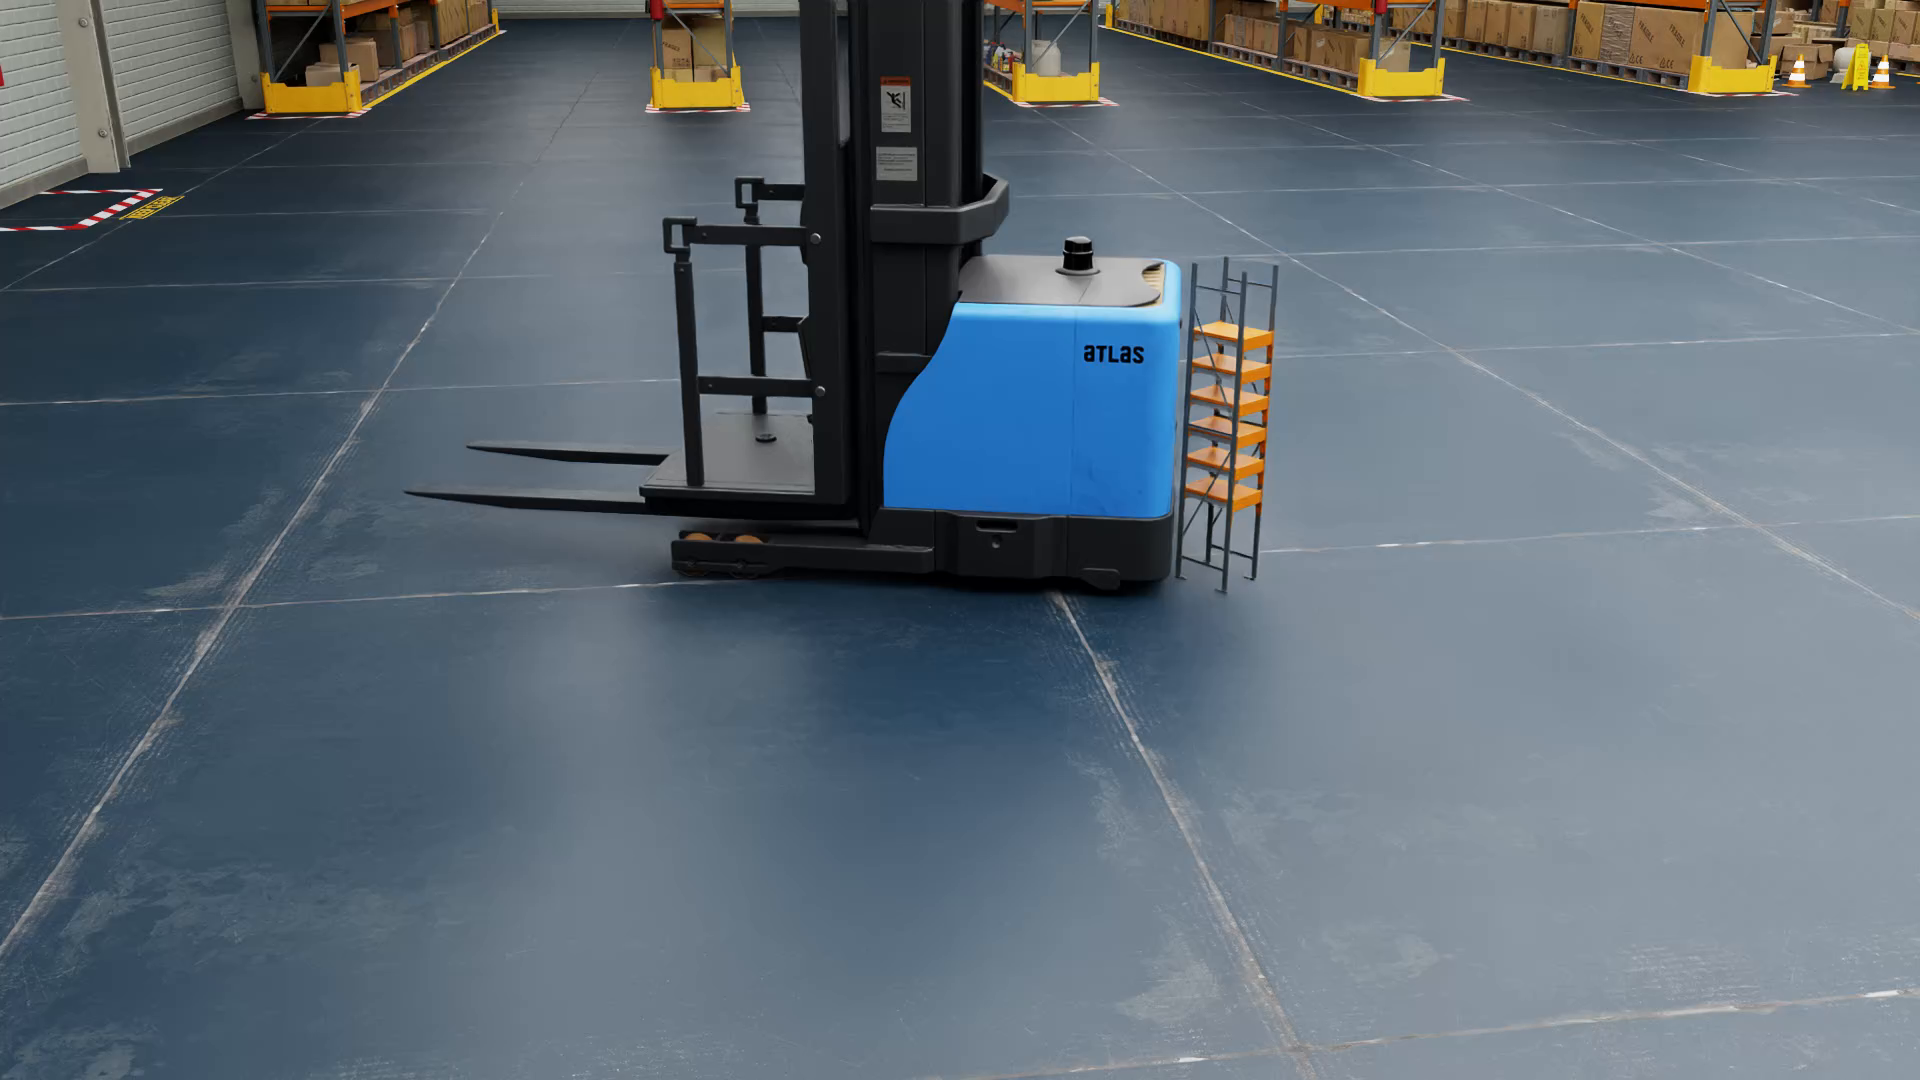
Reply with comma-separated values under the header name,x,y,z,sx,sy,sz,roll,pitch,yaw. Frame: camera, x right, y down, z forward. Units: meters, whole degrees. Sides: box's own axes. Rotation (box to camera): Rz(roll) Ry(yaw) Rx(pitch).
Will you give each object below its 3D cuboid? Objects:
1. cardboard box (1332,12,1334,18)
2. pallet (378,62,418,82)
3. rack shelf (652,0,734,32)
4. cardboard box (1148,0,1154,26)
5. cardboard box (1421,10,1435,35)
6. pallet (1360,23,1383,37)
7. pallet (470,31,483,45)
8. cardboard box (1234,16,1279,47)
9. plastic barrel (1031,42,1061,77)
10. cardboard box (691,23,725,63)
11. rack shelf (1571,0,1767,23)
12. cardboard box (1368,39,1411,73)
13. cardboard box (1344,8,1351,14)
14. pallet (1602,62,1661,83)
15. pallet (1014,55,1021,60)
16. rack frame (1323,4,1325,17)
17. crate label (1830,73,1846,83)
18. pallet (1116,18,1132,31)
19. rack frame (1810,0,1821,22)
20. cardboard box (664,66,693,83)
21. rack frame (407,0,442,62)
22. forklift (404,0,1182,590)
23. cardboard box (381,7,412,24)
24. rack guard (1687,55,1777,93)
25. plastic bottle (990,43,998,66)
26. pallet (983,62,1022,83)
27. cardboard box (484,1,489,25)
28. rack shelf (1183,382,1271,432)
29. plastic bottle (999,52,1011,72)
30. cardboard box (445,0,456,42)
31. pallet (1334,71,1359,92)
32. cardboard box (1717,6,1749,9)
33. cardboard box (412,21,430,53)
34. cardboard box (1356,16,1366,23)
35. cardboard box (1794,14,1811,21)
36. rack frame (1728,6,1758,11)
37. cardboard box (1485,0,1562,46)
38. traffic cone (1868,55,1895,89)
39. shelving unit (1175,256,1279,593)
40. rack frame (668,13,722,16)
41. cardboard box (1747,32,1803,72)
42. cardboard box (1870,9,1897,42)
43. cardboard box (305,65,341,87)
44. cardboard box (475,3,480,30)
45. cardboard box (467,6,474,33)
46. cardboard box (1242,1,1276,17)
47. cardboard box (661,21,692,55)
name,x,y,z,sx,sy,sz,roll,pitch,yaw
cardboard box,8.773,-12.067,38.211,0.380,0.149,0.250,-3,21,-8
pallet,-9.115,-7.333,26.049,1.003,0.211,1.213,-3,21,-8
rack shelf,-3.812,-7.592,23.783,1.077,0.370,4.000,-3,21,-8
cardboard box,4.534,-11.323,35.183,0.875,0.875,0.875,-3,21,-8
cardboard box,9.532,-10.322,33.038,0.500,0.500,0.500,-4,21,-10
pallet,9.341,-11.029,35.944,1.003,0.211,1.213,-3,21,-8
pallet,-10.187,-10.101,33.459,1.003,0.211,1.213,-3,21,-8
cardboard box,5.335,-9.117,29.783,0.700,0.500,0.500,-5,21,-12
plastic barrel,1.208,-6.740,23.431,0.421,0.512,0.421,0,20,0
cardboard box,-3.540,-7.039,23.532,0.500,0.500,0.500,-3,21,-8
rack shelf,10.914,-8.305,25.694,1.077,0.370,4.000,-3,21,-8
cardboard box,6.206,-6.977,24.083,0.500,0.500,0.500,1,20,2
cardboard box,8.886,-11.936,37.437,0.380,0.149,0.250,-4,21,-10
pallet,10.837,-7.338,26.061,1.003,0.211,1.213,-3,21,-8
pallet,0.650,-7.833,27.388,1.003,0.211,1.213,-3,21,-8
rack frame,8.896,-13.489,38.546,1.000,3.000,0.127,-3,21,-8
crate label,13.524,-7.073,25.457,0.250,0.136,0.298,-15,25,-35
pallet,4.166,-11.695,37.727,1.003,0.211,1.213,-3,21,-8
rack frame,19.268,-12.641,36.274,1.000,3.000,0.127,-3,21,-8
cardboard box,-3.893,-6.316,22.668,0.500,0.250,0.500,-3,21,-8
rack frame,-9.578,-9.755,28.547,1.000,3.000,0.127,-3,21,-8
forklift,-0.663,-1.401,6.279,3.031,2.935,1.130,3,21,7
cardboard box,-9.403,-8.694,27.579,0.500,0.250,0.500,-3,21,-7
rack guard,11.206,-6.770,24.129,1.175,0.500,0.348,-3,21,-8
plastic bottle,0.535,-7.469,25.584,0.144,0.351,0.185,-4,21,-10
pallet,0.857,-7.329,26.037,1.003,0.211,1.213,-3,21,-8
cardboard box,-10.532,-11.313,35.692,0.700,0.500,0.500,-3,21,-8
rack shelf,0.977,-0.489,6.091,0.180,0.103,0.258,-18,27,-41
plastic bottle,0.671,-7.117,24.749,0.152,0.276,0.135,-3,21,-7
cardboard box,-9.675,-9.510,30.362,0.750,0.750,0.750,-3,21,-8
pallet,6.187,-6.738,24.454,1.003,0.211,1.213,-3,21,-8
cardboard box,14.916,-10.449,32.842,0.875,0.875,0.875,-3,21,-8
cardboard box,-9.423,-8.543,28.247,0.700,0.500,0.500,-3,21,-7
cardboard box,8.930,-11.443,36.540,0.380,0.149,0.250,-3,21,-8
cardboard box,18.897,-11.680,37.176,0.380,0.149,0.250,-4,21,-9
rack frame,14.933,-11.004,31.892,1.000,3.000,0.127,-3,21,-8
cardboard box,10.177,-9.345,30.064,1.050,0.750,0.750,-3,21,-7
traffic cone,13.698,-6.956,24.679,0.336,0.463,0.334,-3,21,-8
shelving unit,0.976,-0.418,6.117,0.189,1.200,0.258,-18,27,-41
rack frame,-4.677,-10.006,29.220,1.000,3.000,0.127,-3,21,-8
cardboard box,13.185,-7.932,27.041,0.797,0.637,0.503,-3,21,-8
cardboard box,15.416,-8.477,27.382,0.500,0.500,0.500,-2,21,-6
cardboard box,-8.436,-6.176,22.178,0.500,0.311,0.500,-5,21,-14
cardboard box,-10.302,-10.782,34.269,0.700,0.500,0.500,-2,21,-6
cardboard box,-10.161,-10.430,33.326,0.700,0.500,0.500,-3,21,-7
cardboard box,5.339,-9.477,29.676,0.500,0.250,0.500,-1,20,-2
cardboard box,-4.125,-7.186,23.926,0.500,0.500,0.500,-3,21,-8
